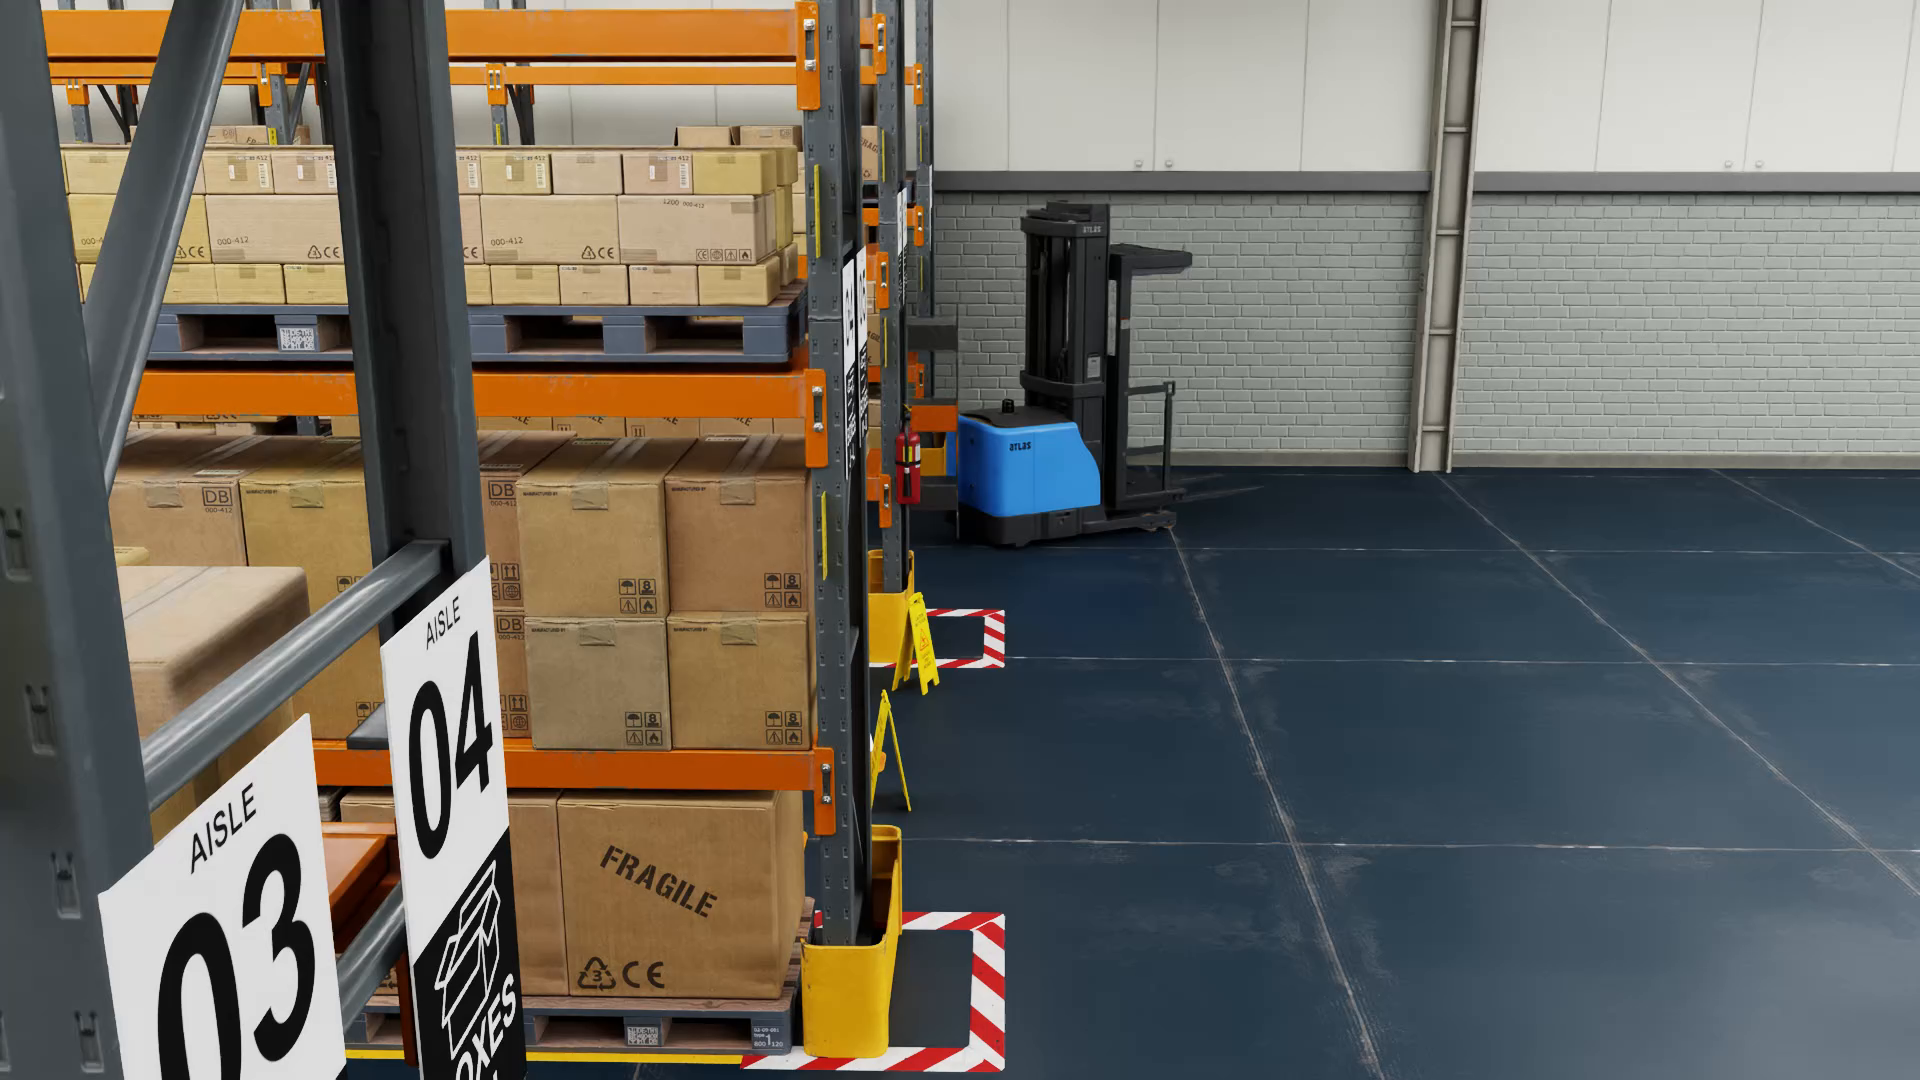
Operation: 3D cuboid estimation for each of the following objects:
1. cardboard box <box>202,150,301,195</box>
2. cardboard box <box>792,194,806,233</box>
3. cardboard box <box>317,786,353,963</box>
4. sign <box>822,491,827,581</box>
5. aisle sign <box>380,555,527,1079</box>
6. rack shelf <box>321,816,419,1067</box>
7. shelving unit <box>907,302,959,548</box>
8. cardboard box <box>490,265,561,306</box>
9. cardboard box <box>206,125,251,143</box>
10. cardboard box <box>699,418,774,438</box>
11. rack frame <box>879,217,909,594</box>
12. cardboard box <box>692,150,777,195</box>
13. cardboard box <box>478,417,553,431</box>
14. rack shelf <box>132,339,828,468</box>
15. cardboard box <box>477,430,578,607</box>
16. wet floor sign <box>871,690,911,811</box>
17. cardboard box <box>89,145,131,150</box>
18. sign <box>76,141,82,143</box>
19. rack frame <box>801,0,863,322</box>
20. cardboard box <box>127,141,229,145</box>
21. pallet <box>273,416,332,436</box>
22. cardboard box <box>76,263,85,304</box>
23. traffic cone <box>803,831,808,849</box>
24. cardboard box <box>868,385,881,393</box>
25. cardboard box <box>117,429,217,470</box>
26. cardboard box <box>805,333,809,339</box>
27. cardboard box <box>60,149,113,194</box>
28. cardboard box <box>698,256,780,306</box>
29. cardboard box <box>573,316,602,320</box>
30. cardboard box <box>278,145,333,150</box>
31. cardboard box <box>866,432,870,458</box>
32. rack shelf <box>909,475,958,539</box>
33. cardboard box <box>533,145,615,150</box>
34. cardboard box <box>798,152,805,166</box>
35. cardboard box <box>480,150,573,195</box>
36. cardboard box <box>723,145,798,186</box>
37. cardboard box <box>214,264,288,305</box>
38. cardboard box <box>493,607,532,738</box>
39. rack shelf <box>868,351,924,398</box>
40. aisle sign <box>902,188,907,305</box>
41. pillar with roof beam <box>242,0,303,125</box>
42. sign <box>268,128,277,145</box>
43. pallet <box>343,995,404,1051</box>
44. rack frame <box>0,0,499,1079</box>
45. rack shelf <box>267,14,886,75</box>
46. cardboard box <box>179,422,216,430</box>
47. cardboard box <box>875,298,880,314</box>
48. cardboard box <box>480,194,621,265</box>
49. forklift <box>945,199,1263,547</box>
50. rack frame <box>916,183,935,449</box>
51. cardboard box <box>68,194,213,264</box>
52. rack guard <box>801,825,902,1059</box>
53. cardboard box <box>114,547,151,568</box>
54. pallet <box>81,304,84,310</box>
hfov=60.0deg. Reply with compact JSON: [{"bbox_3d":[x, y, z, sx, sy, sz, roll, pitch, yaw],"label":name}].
[{"bbox_3d":[-2.607,-1.373,6.193,0.250,0.149,0.380,0,15,1],"label":"cardboard box"},{"bbox_3d":[-0.977,-2.199,11.126,0.500,0.250,0.500,0,15,1],"label":"cardboard box"},{"bbox_3d":[-2.955,1.345,7.202,0.875,0.875,0.875,0,15,2],"label":"cardboard box"},{"bbox_3d":[-0.512,-0.016,6.286,0.005,0.325,0.100,0,15,1],"label":"sign"},{"bbox_3d":[-0.642,0.452,2.153,0.004,0.787,0.394,0,15,1],"label":"aisle sign"},{"bbox_3d":[-2.711,0.669,1.954,4.000,0.370,1.077,0,15,1],"label":"rack shelf"},{"bbox_3d":[-0.264,-0.998,14.508,0.503,2.100,0.431,0,15,-1],"label":"shelving unit"},{"bbox_3d":[-1.587,-0.981,6.271,0.250,0.149,0.380,1,15,2],"label":"cardboard box"},{"bbox_3d":[-7.108,-3.766,16.139,0.500,0.500,0.700,0,15,0],"label":"cardboard box"},{"bbox_3d":[-1.509,-0.873,11.488,0.500,0.500,0.500,0,15,2],"label":"cardboard box"},{"bbox_3d":[-0.459,-0.743,11.775,0.127,3.000,1.000,0,15,1],"label":"rack frame"},{"bbox_3d":[-0.830,-1.361,6.149,0.250,0.149,0.380,1,15,2],"label":"cardboard box"},{"bbox_3d":[-3.021,-0.883,11.528,0.500,0.500,0.500,0,15,1],"label":"cardboard box"},{"bbox_3d":[-2.484,-0.595,6.746,4.000,0.370,1.077,0,15,1],"label":"rack shelf"},{"bbox_3d":[-1.963,-0.105,6.947,0.550,0.550,0.875,0,15,1],"label":"cardboard box"},{"bbox_3d":[-0.405,1.154,9.201,0.232,0.644,0.267,-2,15,-8],"label":"wet floor sign"},{"bbox_3d":[-3.356,-1.545,6.847,0.250,0.149,0.380,1,15,2],"label":"cardboard box"},{"bbox_3d":[-8.349,-3.623,15.797,0.005,0.325,0.100,0,15,1],"label":"sign"},{"bbox_3d":[-0.484,-2.380,6.222,0.127,3.000,1.000,0,15,1],"label":"rack frame"},{"bbox_3d":[-5.530,-2.698,11.797,0.500,0.250,0.500,0,15,0],"label":"cardboard box"},{"bbox_3d":[-5.218,-0.718,12.058,1.213,0.211,1.003,0,15,1],"label":"pallet"},{"bbox_3d":[-3.369,-0.992,6.313,0.250,0.149,0.380,0,15,1],"label":"cardboard box"},{"bbox_3d":[-0.979,1.381,8.697,0.334,0.463,0.336,0,15,1],"label":"traffic cone"},{"bbox_3d":[-0.812,-1.417,16.937,0.500,0.250,0.500,0,15,1],"label":"cardboard box"},{"bbox_3d":[-3.562,-0.115,6.986,0.550,0.550,0.875,0,15,1],"label":"cardboard box"},{"bbox_3d":[-0.975,-1.366,11.398,0.500,0.500,0.700,0,15,0],"label":"cardboard box"},{"bbox_3d":[-3.366,-1.378,6.212,0.250,0.149,0.380,0,15,1],"label":"cardboard box"},{"bbox_3d":[-0.825,-0.976,6.251,0.250,0.149,0.380,0,15,1],"label":"cardboard box"},{"bbox_3d":[-2.489,-1.387,11.478,0.500,0.500,0.700,0,15,1],"label":"cardboard box"},{"bbox_3d":[-2.591,-1.541,6.830,0.250,0.149,0.380,1,15,2],"label":"cardboard box"},{"bbox_3d":[-0.793,-0.676,12.015,0.250,0.149,0.380,0,15,2],"label":"cardboard box"},{"bbox_3d":[-0.264,-0.308,14.690,0.480,0.518,0.431,0,15,-1],"label":"rack shelf"},{"bbox_3d":[-1.569,-1.534,6.805,0.250,0.149,0.380,1,15,2],"label":"cardboard box"},{"bbox_3d":[-1.426,-3.575,15.874,0.258,0.266,0.396,0,15,2],"label":"cardboard box"},{"bbox_3d":[-1.594,-1.366,6.168,0.250,0.149,0.380,1,15,2],"label":"cardboard box"},{"bbox_3d":[-0.810,-1.529,6.785,0.250,0.149,0.380,1,15,2],"label":"cardboard box"},{"bbox_3d":[-2.607,-0.987,6.294,0.250,0.149,0.380,1,15,2],"label":"cardboard box"},{"bbox_3d":[-1.963,0.423,7.062,0.550,0.550,0.875,0,15,1],"label":"cardboard box"},{"bbox_3d":[-2.335,-1.674,16.714,4.000,0.370,1.077,0,15,1],"label":"rack shelf"},{"bbox_3d":[-0.389,-2.078,11.741,0.004,0.787,0.394,0,15,1],"label":"aisle sign"},{"bbox_3d":[-7.117,-4.085,12.683,0.400,9.000,9.100,0,15,1],"label":"pillar with roof beam"},{"bbox_3d":[-4.468,-2.518,10.838,0.005,0.325,0.100,0,15,1],"label":"sign"},{"bbox_3d":[-2.502,1.875,7.320,1.213,0.211,1.003,0,15,1],"label":"pallet"},{"bbox_3d":[-0.712,-1.116,1.431,0.127,3.000,1.000,0,15,1],"label":"rack frame"},{"bbox_3d":[-2.458,-3.307,11.151,4.000,0.370,1.077,0,15,1],"label":"rack shelf"},{"bbox_3d":[-5.242,-0.789,11.622,0.250,0.149,0.380,0,15,0],"label":"cardboard box"},{"bbox_3d":[-0.690,-2.301,16.215,0.250,0.149,0.380,1,15,2],"label":"cardboard box"},{"bbox_3d":[-1.481,-1.188,6.275,0.500,0.250,0.500,0,15,2],"label":"cardboard box"},{"bbox_3d":[1.408,-1.602,15.165,3.031,2.935,1.130,-8,17,-27],"label":"forklift"},{"bbox_3d":[-0.336,-2.009,16.573,0.127,3.000,1.000,0,15,1],"label":"rack frame"},{"bbox_3d":[-2.993,-1.198,6.313,0.500,0.250,0.500,0,15,1],"label":"cardboard box"},{"bbox_3d":[-0.460,1.729,7.306,0.348,0.500,1.175,0,15,1],"label":"rack guard"},{"bbox_3d":[-1.238,0.127,2.112,0.250,0.149,0.380,1,15,3],"label":"cardboard box"},{"bbox_3d":[-3.665,-0.905,6.685,1.213,0.211,1.003,0,15,1],"label":"pallet"}]
